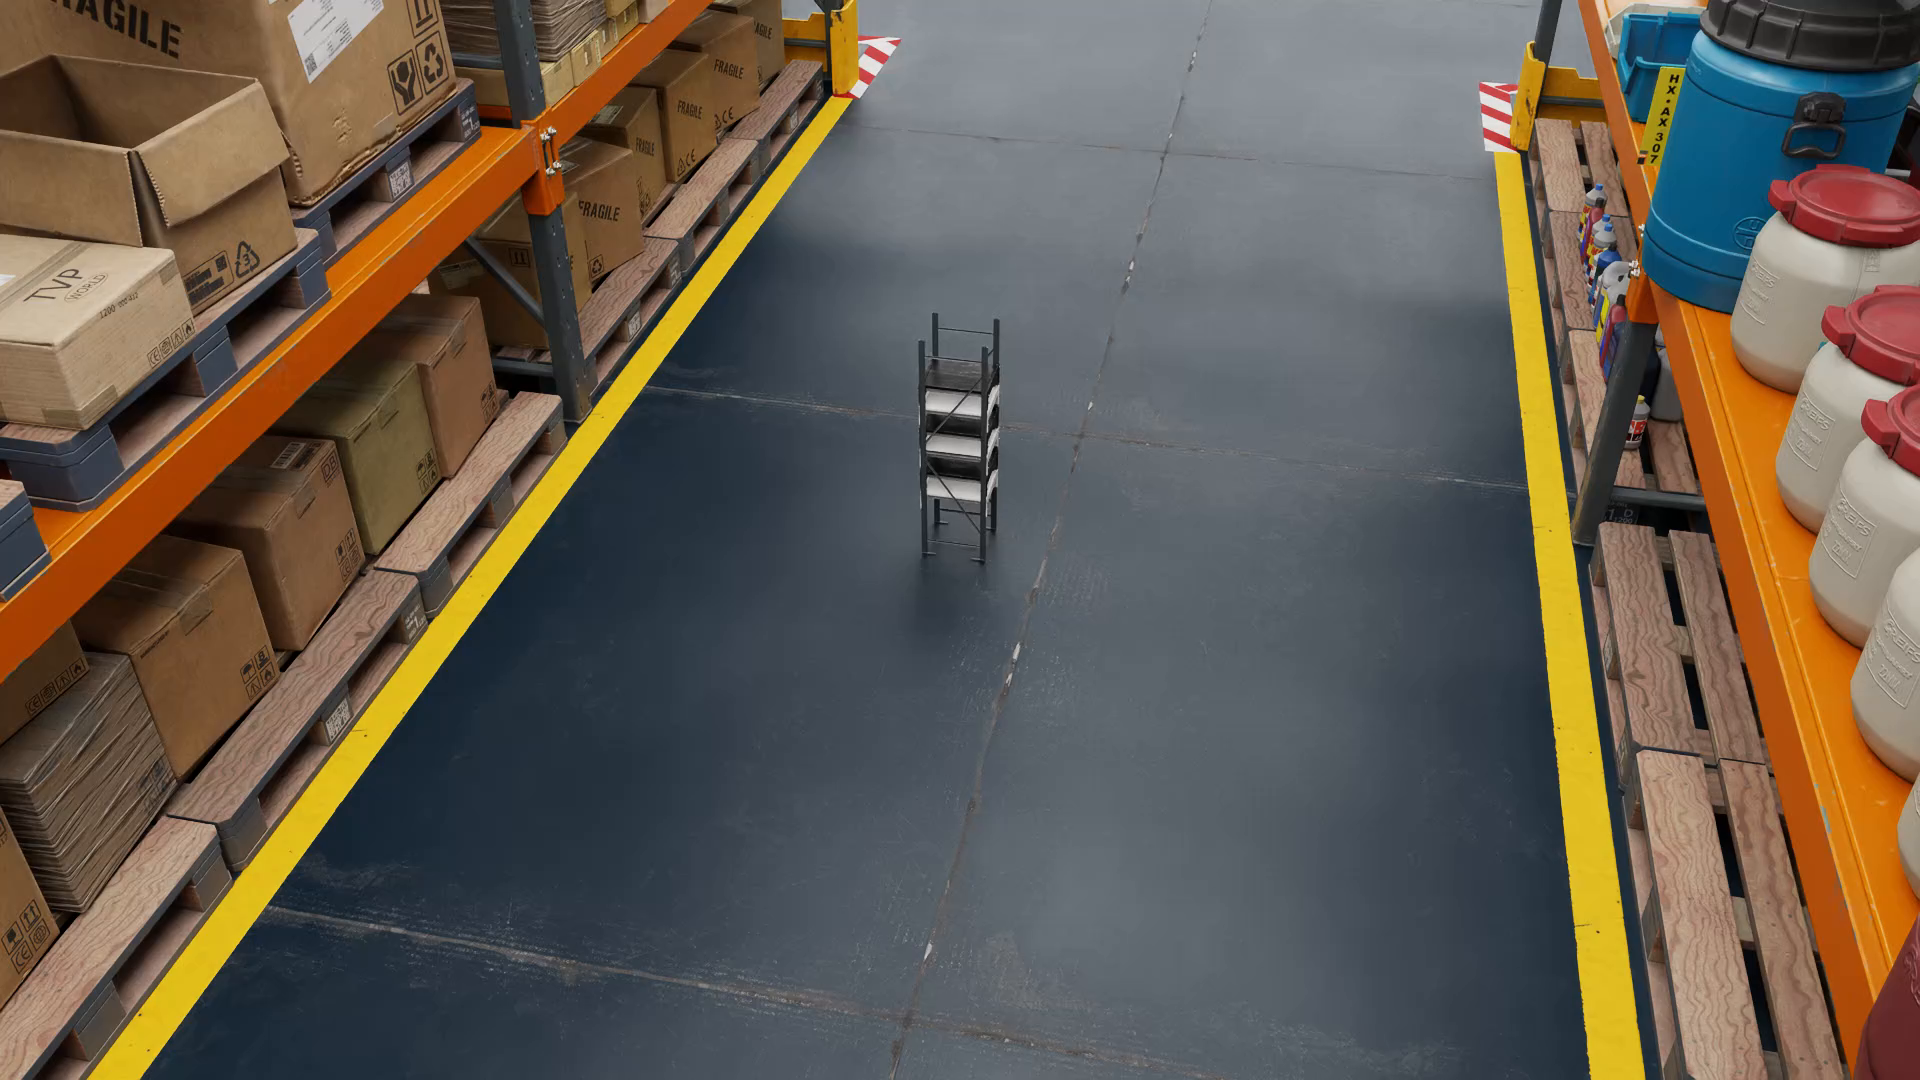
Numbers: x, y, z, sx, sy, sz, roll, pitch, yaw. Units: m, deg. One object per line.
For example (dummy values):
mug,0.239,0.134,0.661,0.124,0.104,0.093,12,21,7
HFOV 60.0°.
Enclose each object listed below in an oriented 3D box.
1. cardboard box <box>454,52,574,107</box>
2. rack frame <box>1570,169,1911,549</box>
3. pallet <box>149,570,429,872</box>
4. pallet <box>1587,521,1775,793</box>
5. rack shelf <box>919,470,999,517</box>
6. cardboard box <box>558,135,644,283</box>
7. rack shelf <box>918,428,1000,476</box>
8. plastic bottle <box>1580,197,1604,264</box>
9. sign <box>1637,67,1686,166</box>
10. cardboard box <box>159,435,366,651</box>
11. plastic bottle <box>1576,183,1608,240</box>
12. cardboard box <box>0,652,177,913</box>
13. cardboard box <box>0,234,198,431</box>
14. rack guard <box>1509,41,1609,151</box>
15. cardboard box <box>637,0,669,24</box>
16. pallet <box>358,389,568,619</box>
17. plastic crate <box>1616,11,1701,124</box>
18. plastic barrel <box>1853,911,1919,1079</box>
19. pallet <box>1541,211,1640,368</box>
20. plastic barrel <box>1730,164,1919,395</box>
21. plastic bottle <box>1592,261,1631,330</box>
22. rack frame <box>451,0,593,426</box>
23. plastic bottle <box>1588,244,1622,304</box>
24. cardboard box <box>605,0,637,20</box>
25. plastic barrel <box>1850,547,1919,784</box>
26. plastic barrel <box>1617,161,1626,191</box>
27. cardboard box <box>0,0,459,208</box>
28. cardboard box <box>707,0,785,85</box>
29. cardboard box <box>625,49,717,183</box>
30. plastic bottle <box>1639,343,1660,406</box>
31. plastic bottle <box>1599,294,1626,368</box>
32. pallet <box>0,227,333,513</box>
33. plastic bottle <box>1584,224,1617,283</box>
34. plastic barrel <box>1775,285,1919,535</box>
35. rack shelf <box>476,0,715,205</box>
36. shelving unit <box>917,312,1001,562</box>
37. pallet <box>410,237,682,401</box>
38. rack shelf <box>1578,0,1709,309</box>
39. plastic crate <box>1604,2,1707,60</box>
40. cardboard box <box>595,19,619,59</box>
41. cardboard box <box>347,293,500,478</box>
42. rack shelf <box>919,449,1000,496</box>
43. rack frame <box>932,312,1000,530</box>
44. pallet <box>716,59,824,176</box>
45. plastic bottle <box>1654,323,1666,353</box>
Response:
cardboard box,-1.707,-1.769,6.349,0.380,0.149,0.250,7,37,10
rack frame,2.792,-1.165,5.301,1.000,3.000,0.127,7,37,10
pallet,-2.470,0.492,5.392,1.003,0.211,1.213,7,37,10
pallet,2.662,0.420,5.491,1.003,0.211,1.213,7,37,10
rack shelf,-0.002,-0.187,6.105,0.258,0.077,0.200,7,37,10
cardboard box,-1.808,-1.497,7.532,0.500,0.500,0.500,19,40,24
rack shelf,-0.002,-0.333,5.999,0.258,0.077,0.200,7,37,10
plastic bottle,2.888,-1.408,7.577,0.061,0.283,0.133,8,37,11
sign,2.257,-1.352,5.324,0.100,0.325,0.005,7,37,10
cardboard box,-2.439,-0.010,5.463,0.700,0.500,0.500,4,36,6
plastic bottle,2.954,-1.531,7.756,0.097,0.271,0.097,0,36,0
cardboard box,-2.672,0.635,4.572,0.700,0.500,0.500,4,36,6
cardboard box,-2.319,-0.534,4.200,0.500,0.250,0.500,6,36,9
rack guard,3.676,-2.396,9.130,1.175,0.500,0.348,7,37,10
cardboard box,-1.477,-2.340,7.137,0.380,0.149,0.250,7,37,10
pallet,-2.212,-0.210,6.360,1.003,0.211,1.213,7,37,10
plastic crate,2.763,-1.773,6.267,0.499,0.251,0.616,7,37,10
plastic barrel,1.740,0.769,2.516,0.600,0.536,0.708,7,37,10
pallet,3.234,-1.117,7.611,1.003,0.211,1.213,7,37,10
plastic barrel,2.373,-0.699,4.542,0.433,0.535,0.433,0,36,0
plastic bottle,2.796,-1.033,7.065,0.152,0.276,0.135,8,37,11
rack frame,-2.047,-1.785,6.157,1.000,3.000,0.127,7,37,10
plastic bottle,2.816,-1.161,7.246,0.097,0.271,0.097,0,36,0
cardboard box,-1.749,-2.479,6.776,0.875,0.500,0.500,7,37,10
plastic barrel,2.038,0.225,3.288,0.421,0.512,0.421,0,36,0
plastic barrel,3.473,-1.946,8.141,0.421,0.512,0.421,0,36,0
cardboard box,-2.353,-1.760,5.254,1.000,1.000,1.000,8,37,10
cardboard box,-1.342,-2.881,9.441,0.500,0.500,0.500,14,38,19
cardboard box,-1.589,-2.177,8.470,0.500,0.500,0.500,11,37,14
plastic bottle,2.648,-0.676,6.508,0.144,0.351,0.185,6,36,9
plastic bottle,2.683,-0.857,6.816,0.061,0.283,0.133,10,37,13
pallet,-2.519,-0.555,4.623,1.003,0.211,1.213,7,37,10
plastic bottle,2.860,-1.277,7.406,0.097,0.271,0.097,0,36,0
plastic barrel,2.216,-0.278,3.962,0.433,0.535,0.433,0,36,0
rack shelf,-1.620,-2.641,7.951,1.077,0.370,4.000,7,37,10
shelving unit,-0.002,-0.360,5.980,0.258,0.900,0.210,7,37,10
pallet,-1.938,-1.046,7.513,1.003,0.211,1.213,7,37,10
rack shelf,3.219,-2.020,7.094,1.077,0.370,4.000,7,37,10
plastic crate,2.891,-2.021,6.706,0.530,0.136,0.437,7,37,10
cardboard box,-1.615,-2.058,6.747,0.380,0.149,0.250,7,37,10
cardboard box,-2.199,-0.602,6.280,0.700,0.500,0.500,5,36,6
rack shelf,-0.002,-0.260,6.052,0.258,0.077,0.200,7,37,10
rack frame,0.020,-0.418,6.060,0.240,0.900,0.006,7,37,10
pallet,-1.417,-2.445,9.443,1.003,0.211,1.213,7,37,10
plastic bottle,2.839,-0.751,6.676,0.152,0.276,0.135,7,37,10
